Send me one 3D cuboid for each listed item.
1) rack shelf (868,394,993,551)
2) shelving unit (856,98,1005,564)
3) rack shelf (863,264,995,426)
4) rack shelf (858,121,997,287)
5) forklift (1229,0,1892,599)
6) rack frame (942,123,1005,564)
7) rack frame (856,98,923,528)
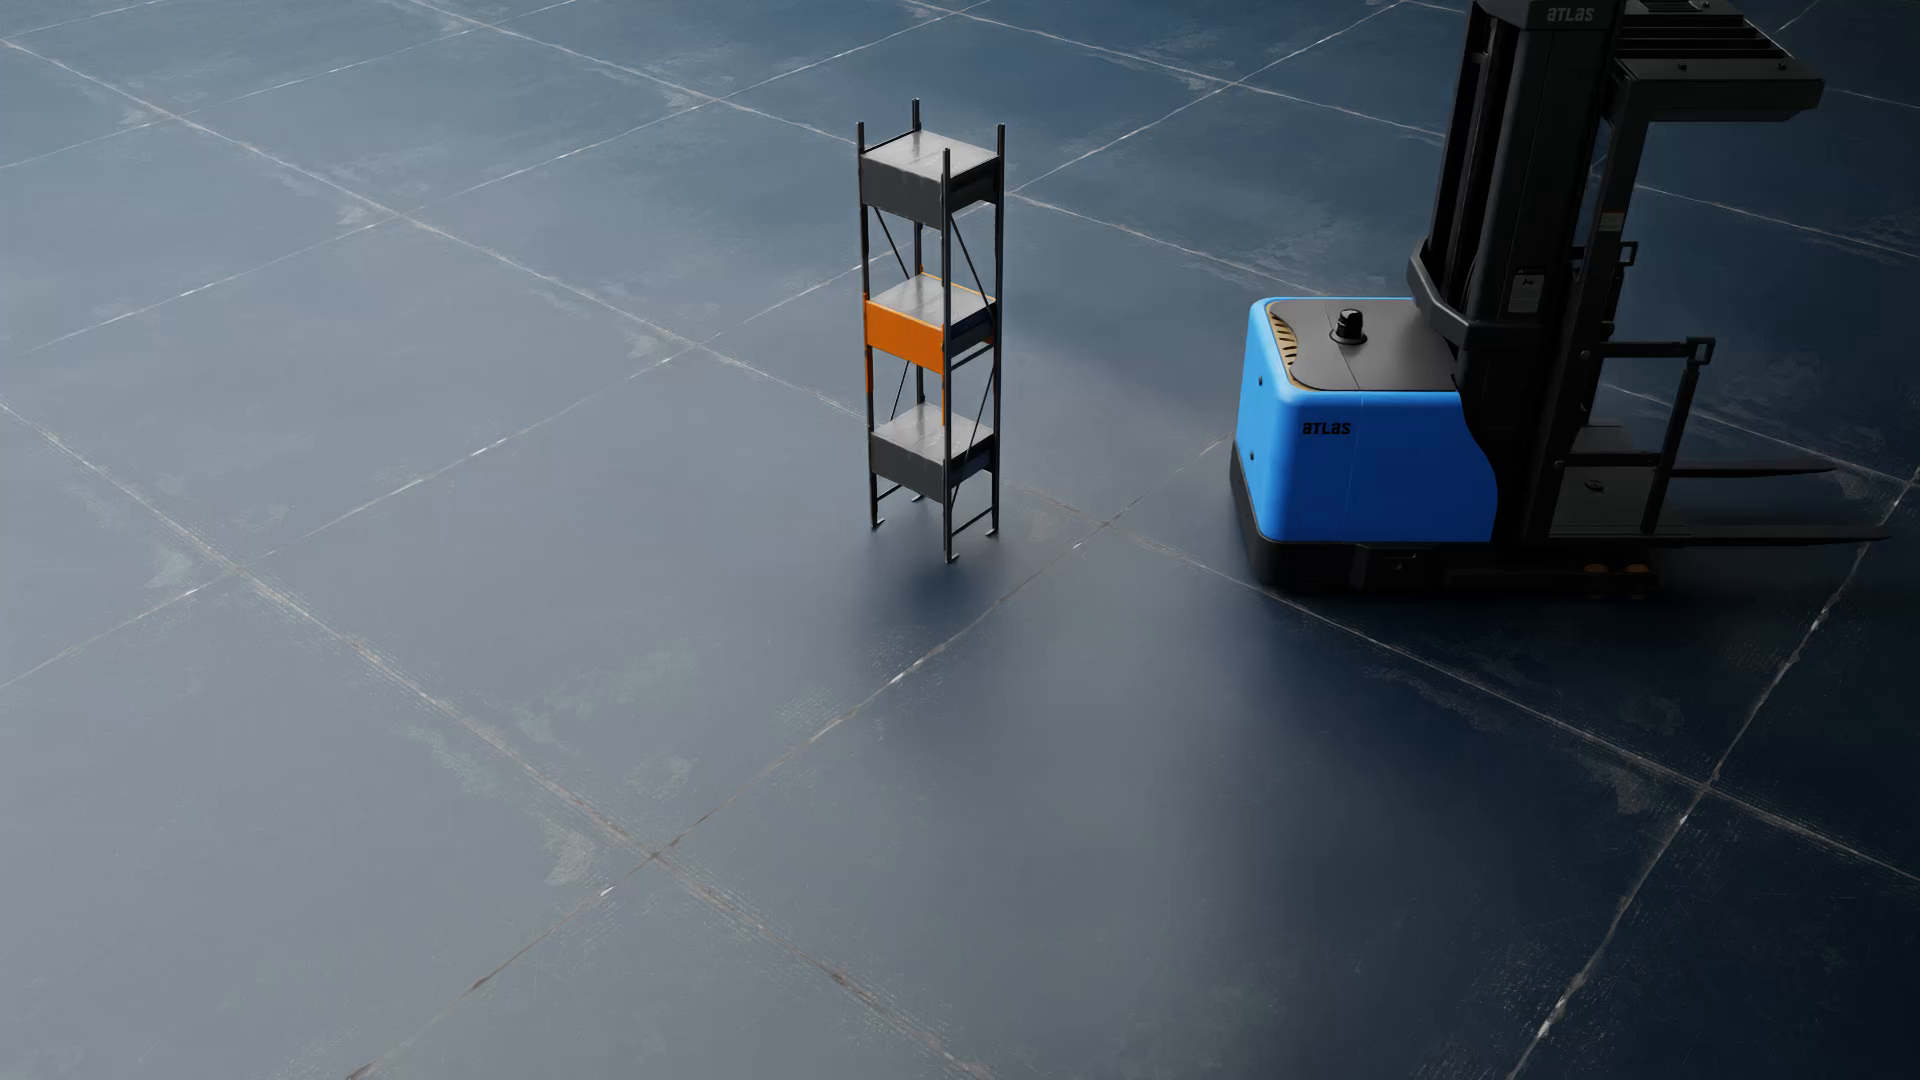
[{"bbox_3d":[-0.127,-0.337,8.147,0.480,0.518,0.431,25,42,32],"label":"rack shelf"},{"bbox_3d":[-0.127,-0.926,7.743,0.503,2.100,0.431,25,42,32],"label":"shelving unit"},{"bbox_3d":[-0.127,-0.914,7.751,0.480,0.518,0.431,25,42,32],"label":"rack shelf"},{"bbox_3d":[-0.127,-1.491,7.354,0.480,0.518,0.431,25,42,32],"label":"rack shelf"},{"bbox_3d":[2.905,-1.232,7.454,3.031,2.935,1.130,0,34,0],"label":"forklift"},{"bbox_3d":[0.060,-0.837,7.614,0.015,2.100,0.400,25,42,32],"label":"rack frame"},{"bbox_3d":[-0.315,-1.014,7.872,0.015,2.100,0.400,25,42,32],"label":"rack frame"}]
